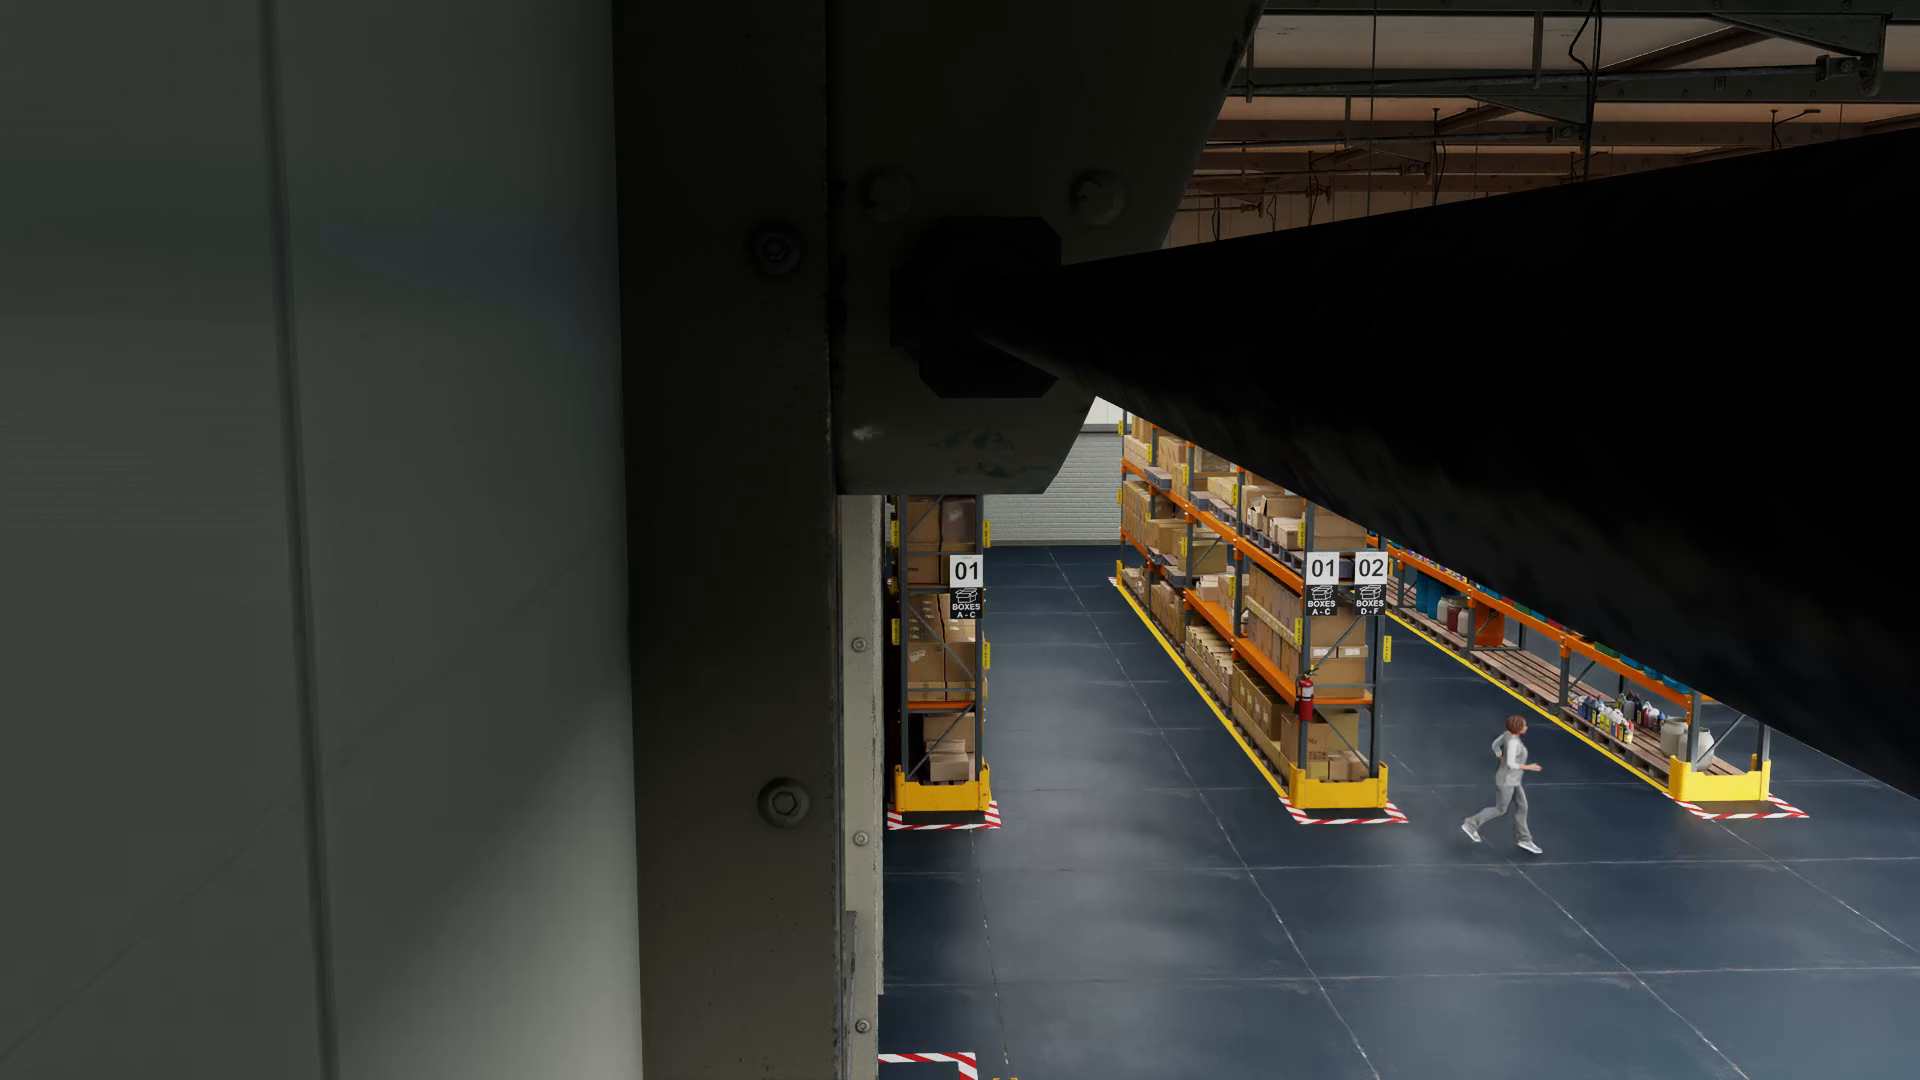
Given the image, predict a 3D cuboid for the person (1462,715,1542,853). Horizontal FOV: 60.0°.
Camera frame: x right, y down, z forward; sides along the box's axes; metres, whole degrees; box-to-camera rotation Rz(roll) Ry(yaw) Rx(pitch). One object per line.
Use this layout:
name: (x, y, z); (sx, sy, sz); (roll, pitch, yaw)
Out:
person: (6.201, 2.762, 18.941); (0.884, 1.602, 0.516); (3, 9, 21)
